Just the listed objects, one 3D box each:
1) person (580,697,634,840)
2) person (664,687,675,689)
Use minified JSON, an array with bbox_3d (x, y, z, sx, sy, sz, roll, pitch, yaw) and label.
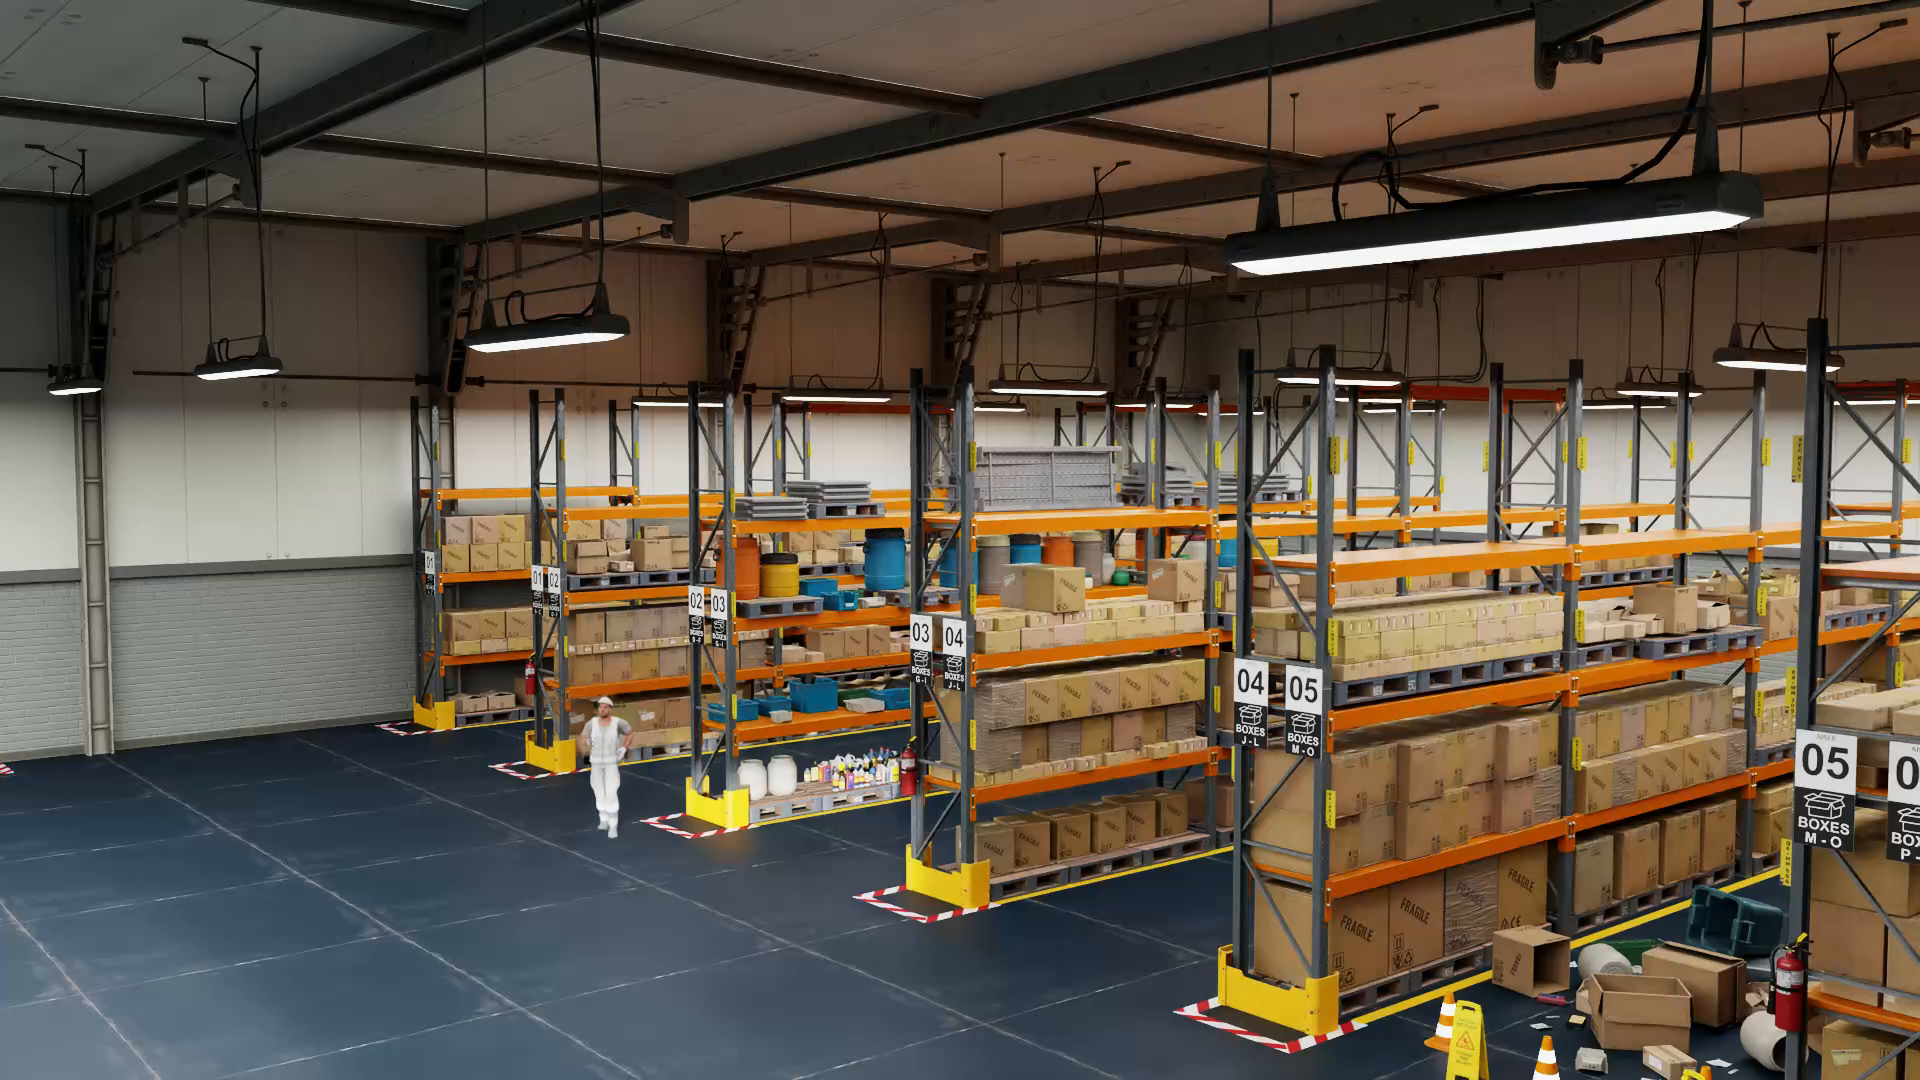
[{"bbox_3d":[-4.669,2.984,21.874,0.659,1.850,0.679,0,3,2],"label":"person"},{"bbox_3d":[-5.207,2.570,29.994,0.718,1.745,0.584,-3,5,-42],"label":"person"}]
